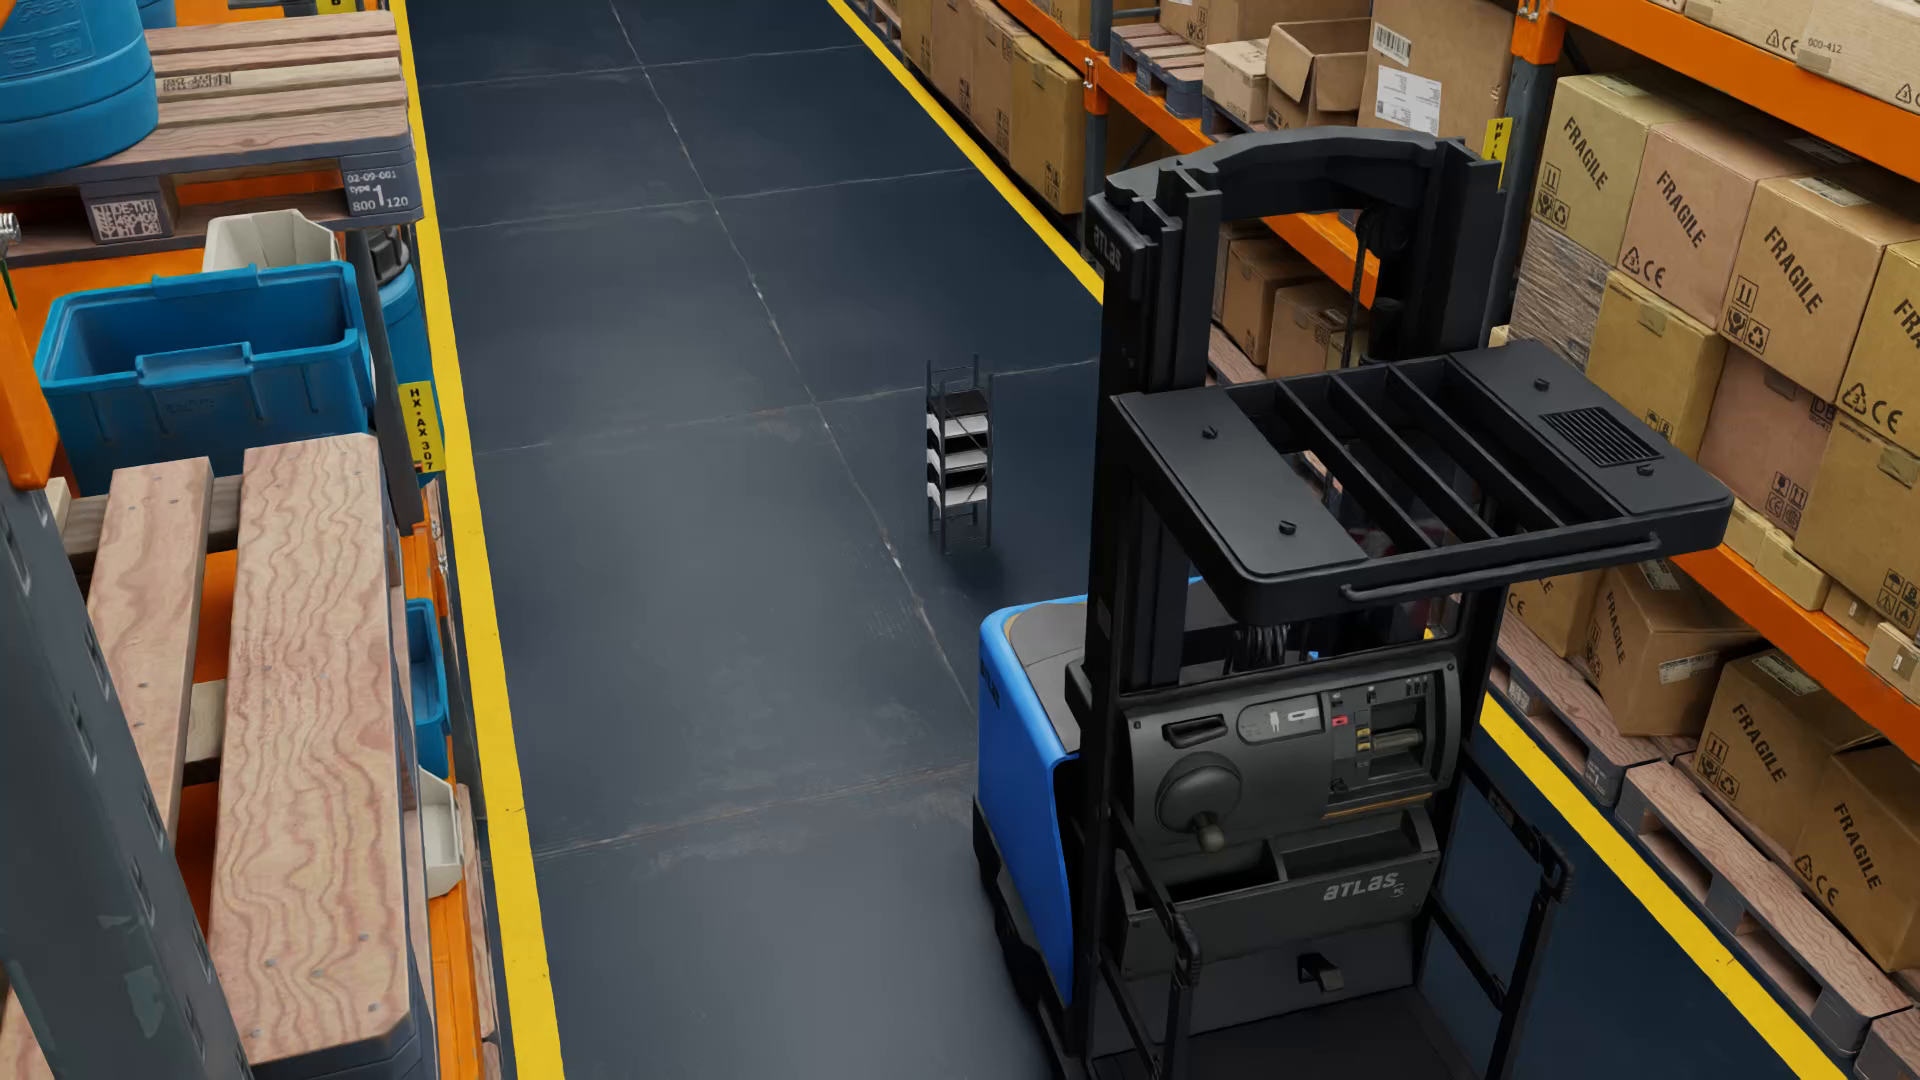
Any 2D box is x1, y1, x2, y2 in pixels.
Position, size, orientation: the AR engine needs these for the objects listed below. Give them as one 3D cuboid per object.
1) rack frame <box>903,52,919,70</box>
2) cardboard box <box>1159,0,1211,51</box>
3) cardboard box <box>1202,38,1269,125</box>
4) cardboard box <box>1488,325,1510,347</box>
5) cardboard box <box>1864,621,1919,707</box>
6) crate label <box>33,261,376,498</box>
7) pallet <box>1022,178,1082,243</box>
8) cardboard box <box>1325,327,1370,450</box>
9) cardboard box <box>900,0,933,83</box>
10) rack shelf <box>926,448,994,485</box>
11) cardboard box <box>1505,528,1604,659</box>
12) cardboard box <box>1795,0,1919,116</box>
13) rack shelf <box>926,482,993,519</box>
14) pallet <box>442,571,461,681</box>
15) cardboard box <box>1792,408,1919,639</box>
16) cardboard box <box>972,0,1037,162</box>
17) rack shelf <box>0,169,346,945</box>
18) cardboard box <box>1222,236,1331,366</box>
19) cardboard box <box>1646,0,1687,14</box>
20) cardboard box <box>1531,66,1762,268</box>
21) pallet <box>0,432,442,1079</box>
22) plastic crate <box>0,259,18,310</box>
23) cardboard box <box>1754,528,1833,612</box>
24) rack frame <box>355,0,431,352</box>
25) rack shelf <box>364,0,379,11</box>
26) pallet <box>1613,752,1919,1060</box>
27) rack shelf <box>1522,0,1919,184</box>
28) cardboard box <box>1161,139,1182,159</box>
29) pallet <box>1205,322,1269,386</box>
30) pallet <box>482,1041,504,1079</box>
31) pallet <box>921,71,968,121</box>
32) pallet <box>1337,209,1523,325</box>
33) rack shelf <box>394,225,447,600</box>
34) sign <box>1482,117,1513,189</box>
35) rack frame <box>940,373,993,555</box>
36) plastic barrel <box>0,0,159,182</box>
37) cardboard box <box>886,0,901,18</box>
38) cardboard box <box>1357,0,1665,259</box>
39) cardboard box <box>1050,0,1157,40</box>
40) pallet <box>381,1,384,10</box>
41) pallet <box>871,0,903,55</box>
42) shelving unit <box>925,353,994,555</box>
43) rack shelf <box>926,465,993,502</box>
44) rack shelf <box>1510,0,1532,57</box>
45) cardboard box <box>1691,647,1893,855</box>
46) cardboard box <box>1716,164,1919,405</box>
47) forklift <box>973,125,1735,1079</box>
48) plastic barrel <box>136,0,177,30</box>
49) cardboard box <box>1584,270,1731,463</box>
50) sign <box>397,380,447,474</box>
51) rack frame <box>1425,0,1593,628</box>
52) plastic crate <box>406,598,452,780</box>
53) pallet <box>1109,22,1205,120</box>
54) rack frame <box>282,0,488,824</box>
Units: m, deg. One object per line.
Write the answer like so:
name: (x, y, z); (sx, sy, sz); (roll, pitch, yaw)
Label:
rack frame: (0.030, -5.190, 12.883); (1.000, 3.000, 0.127); (-10, 35, -15)
cardboard box: (1.453, -3.030, 9.143); (0.500, 0.500, 0.500); (-14, 36, -21)
cardboard box: (1.542, -2.284, 8.240); (0.500, 0.250, 0.500); (-11, 35, -16)
cardboard box: (2.249, -0.721, 6.349); (0.380, 0.149, 0.250); (-10, 35, -15)
cardboard box: (2.849, 0.331, 4.757); (0.380, 0.149, 0.250); (-10, 35, -15)
crate label: (-1.283, -0.284, 2.873); (0.502, 0.251, 0.408); (-10, 35, -15)
pallet: (1.081, -2.353, 11.119); (1.003, 0.211, 1.213); (-10, 35, -15)
cardboard box: (2.176, -0.710, 7.972); (0.700, 0.500, 0.500); (-10, 35, -15)
cardboard box: (0.244, -4.146, 12.850); (1.225, 0.875, 0.875); (-10, 35, -15)
rack shelf: (-0.002, -0.352, 7.527); (0.258, 0.077, 0.200); (-10, 35, -15)
cardboard box: (2.554, 0.095, 6.772); (0.500, 0.500, 0.500); (-11, 35, -16)
cardboard box: (2.671, -1.359, 4.502); (0.500, 0.250, 0.500); (-11, 35, -17)
rack shelf: (-0.002, -0.202, 7.626); (0.258, 0.077, 0.200); (-10, 35, -15)
pallet: (-2.523, 0.601, 6.649); (1.003, 0.211, 1.213); (-10, 35, -15)
cardboard box: (3.029, -0.125, 4.858); (0.875, 0.500, 0.500); (-10, 35, -15)
cardboard box: (0.795, -3.213, 11.439); (1.225, 0.875, 0.875); (-10, 35, -15)
rack shelf: (-1.637, -0.058, 3.048); (1.077, 0.370, 4.000); (-10, 35, -15)
cardboard box: (1.834, -1.296, 8.859); (0.700, 0.500, 0.500); (-7, 34, -11)
cardboard box: (2.364, -1.899, 5.318); (0.500, 0.250, 0.500); (-11, 35, -17)
cardboard box: (2.365, -1.293, 5.719); (0.500, 0.500, 0.500); (-10, 35, -15)
pallet: (-1.186, 0.320, 1.995); (1.003, 0.211, 1.213); (-10, 35, -15)
plastic crate: (-2.025, -0.445, 3.175); (0.336, 0.188, 0.450); (-10, 35, -15)
cardboard box: (2.720, 0.064, 5.160); (0.380, 0.149, 0.250); (-10, 35, -15)
rack frame: (-3.467, -2.257, 8.444); (1.000, 3.000, 0.127); (-10, 35, -15)
rack shelf: (-4.077, -3.007, 10.232); (1.077, 0.370, 4.000); (-10, 35, -15)
pallet: (3.085, 1.162, 5.800); (1.003, 0.211, 1.213); (-10, 35, -15)
rack shelf: (3.080, -0.891, 4.309); (1.077, 0.370, 4.000); (-10, 35, -15)
cardboard box: (1.483, -2.196, 9.541); (0.500, 0.250, 0.500); (-9, 34, -13)
pallet: (1.856, -0.876, 8.885); (1.003, 0.211, 1.213); (-10, 35, -15)
pallet: (-1.706, 2.008, 4.520); (1.003, 0.211, 1.213); (-10, 35, -15)
pallet: (0.337, -3.634, 13.058); (1.003, 0.211, 1.213); (-10, 35, -15)
pallet: (2.376, -1.335, 7.224); (1.003, 0.211, 1.213); (-10, 35, -15)
rack shelf: (-2.857, -0.907, 7.054); (1.077, 0.370, 4.000); (-10, 35, -15)
sign: (1.943, -1.377, 6.063); (0.100, 0.325, 0.005); (-10, 35, -15)
rack frame: (0.029, -0.326, 7.428); (0.240, 0.900, 0.006); (-10, 35, -15)
plastic barrel: (-2.045, -1.252, 3.367); (0.600, 0.901, 0.708); (-10, 35, -15)
cardboard box: (-0.095, -4.838, 13.898); (0.875, 0.875, 0.875); (-10, 35, -15)
cardboard box: (2.361, -1.856, 6.912); (1.000, 1.000, 1.000); (-10, 35, -14)
cardboard box: (0.864, -3.349, 10.006); (0.500, 0.500, 0.500); (-9, 35, -13)
pallet: (-5.324, -4.215, 13.937); (1.003, 0.211, 1.213); (-10, 35, -15)
pallet: (-0.127, -4.439, 14.276); (1.003, 0.211, 1.213); (-10, 35, -15)
shelving unit: (-0.002, -0.380, 7.508); (0.258, 0.900, 0.210); (-10, 35, -15)
rack shelf: (-0.002, -0.277, 7.576); (0.258, 0.077, 0.200); (-10, 35, -15)
rack shelf: (1.860, -2.991, 7.487); (1.077, 0.370, 4.000); (-10, 35, -15)
cardboard box: (3.000, 0.707, 5.846); (0.500, 0.500, 0.500); (-13, 36, -19)
cardboard box: (2.671, -0.769, 4.925); (0.500, 0.500, 0.500); (-10, 35, -15)
forklift: (0.937, 0.614, 4.162); (1.130, 2.935, 3.031); (-9, 34, -13)
plastic barrel: (-2.608, -1.848, 4.650); (0.600, 0.901, 0.708); (-10, 35, -15)
cardboard box: (2.668, -0.640, 5.638); (0.875, 0.500, 0.500); (-10, 35, -15)
sign: (-1.719, -0.359, 5.321); (0.100, 0.325, 0.005); (-10, 35, -15)
rack frame: (2.470, -0.990, 6.527); (1.000, 3.000, 0.127); (-10, 35, -15)
plastic crate: (-1.650, 0.441, 4.497); (0.499, 0.251, 0.616); (-10, 35, -15)
pallet: (1.569, -2.653, 9.219); (1.213, 0.211, 1.003); (-10, 35, -15)
rack frame: (-2.247, -0.157, 5.266); (1.000, 3.000, 0.127); (-10, 35, -15)
